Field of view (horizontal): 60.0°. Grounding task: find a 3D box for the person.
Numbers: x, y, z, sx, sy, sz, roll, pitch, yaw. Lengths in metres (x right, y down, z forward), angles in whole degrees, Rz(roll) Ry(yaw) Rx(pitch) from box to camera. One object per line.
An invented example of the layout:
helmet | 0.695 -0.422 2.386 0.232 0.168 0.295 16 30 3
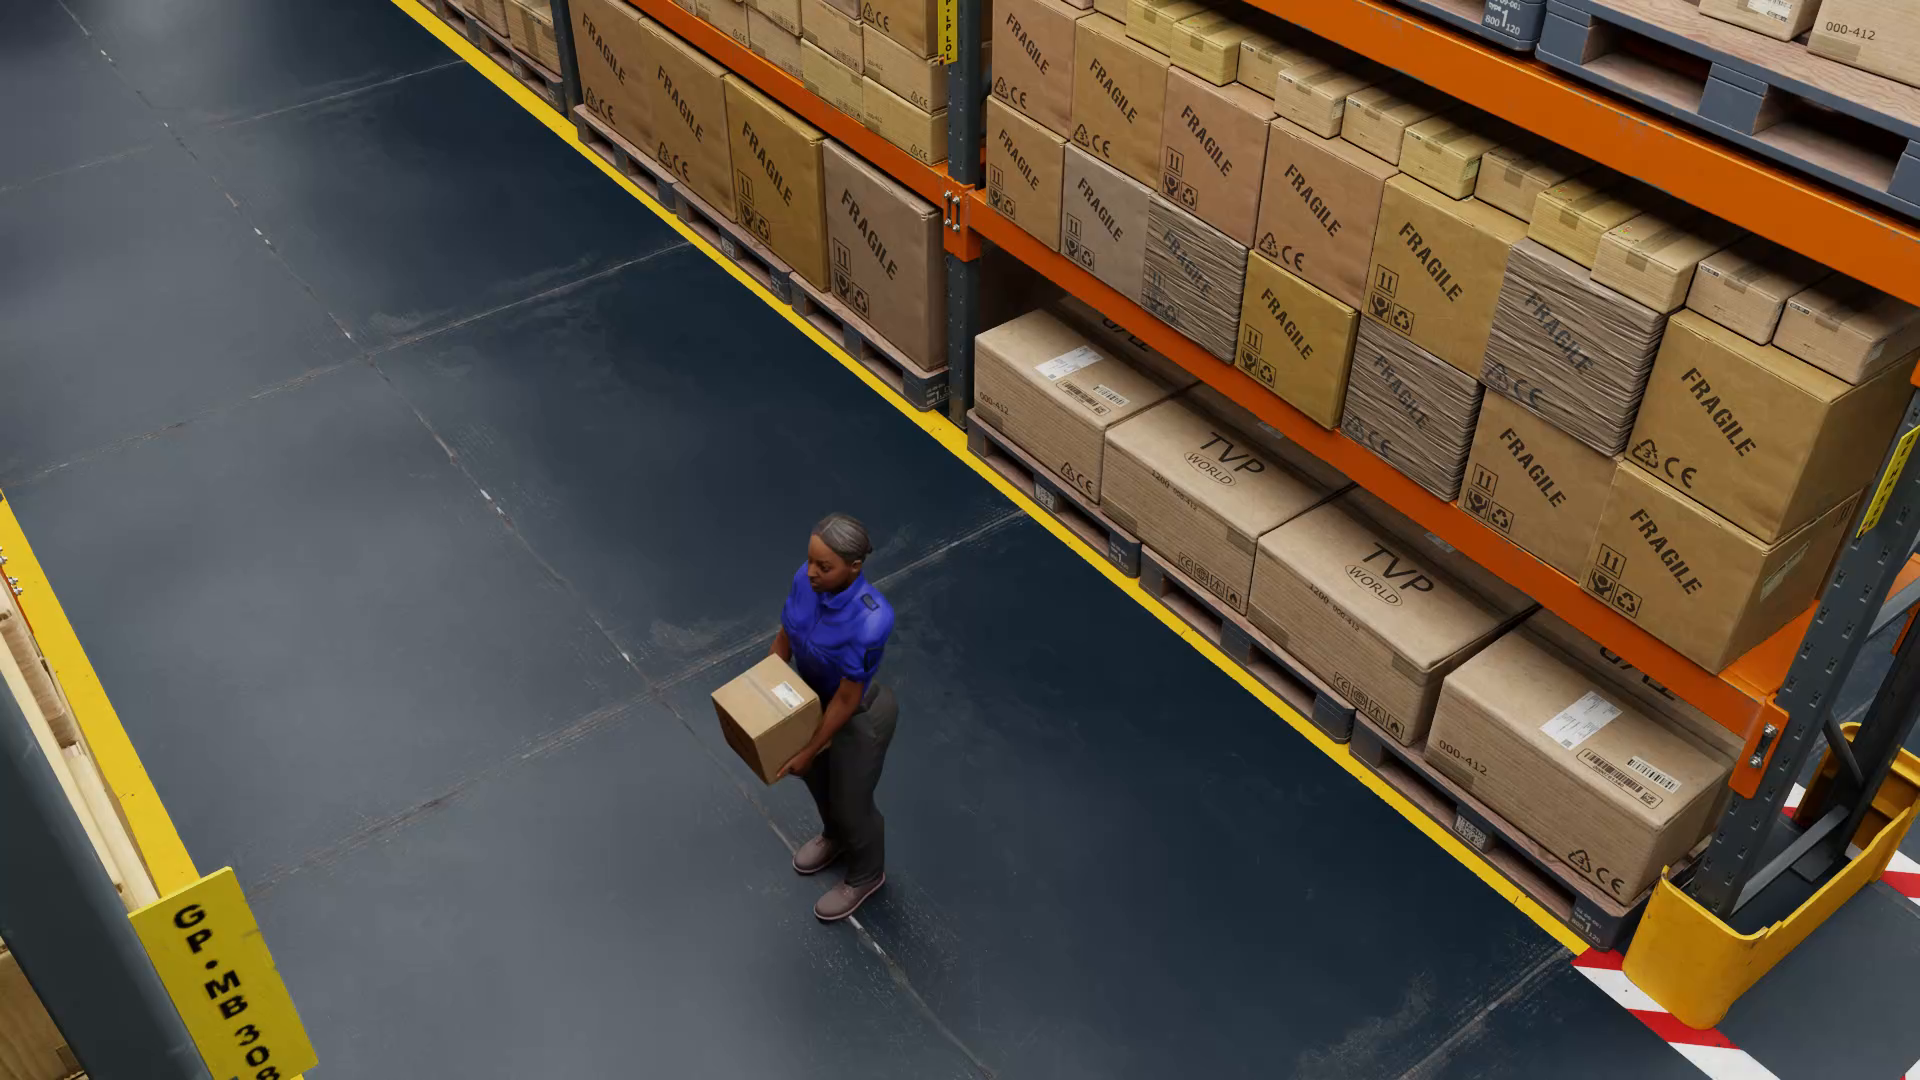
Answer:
person | -0.456 0.609 5.456 0.505 1.656 0.423 -27 47 -28
